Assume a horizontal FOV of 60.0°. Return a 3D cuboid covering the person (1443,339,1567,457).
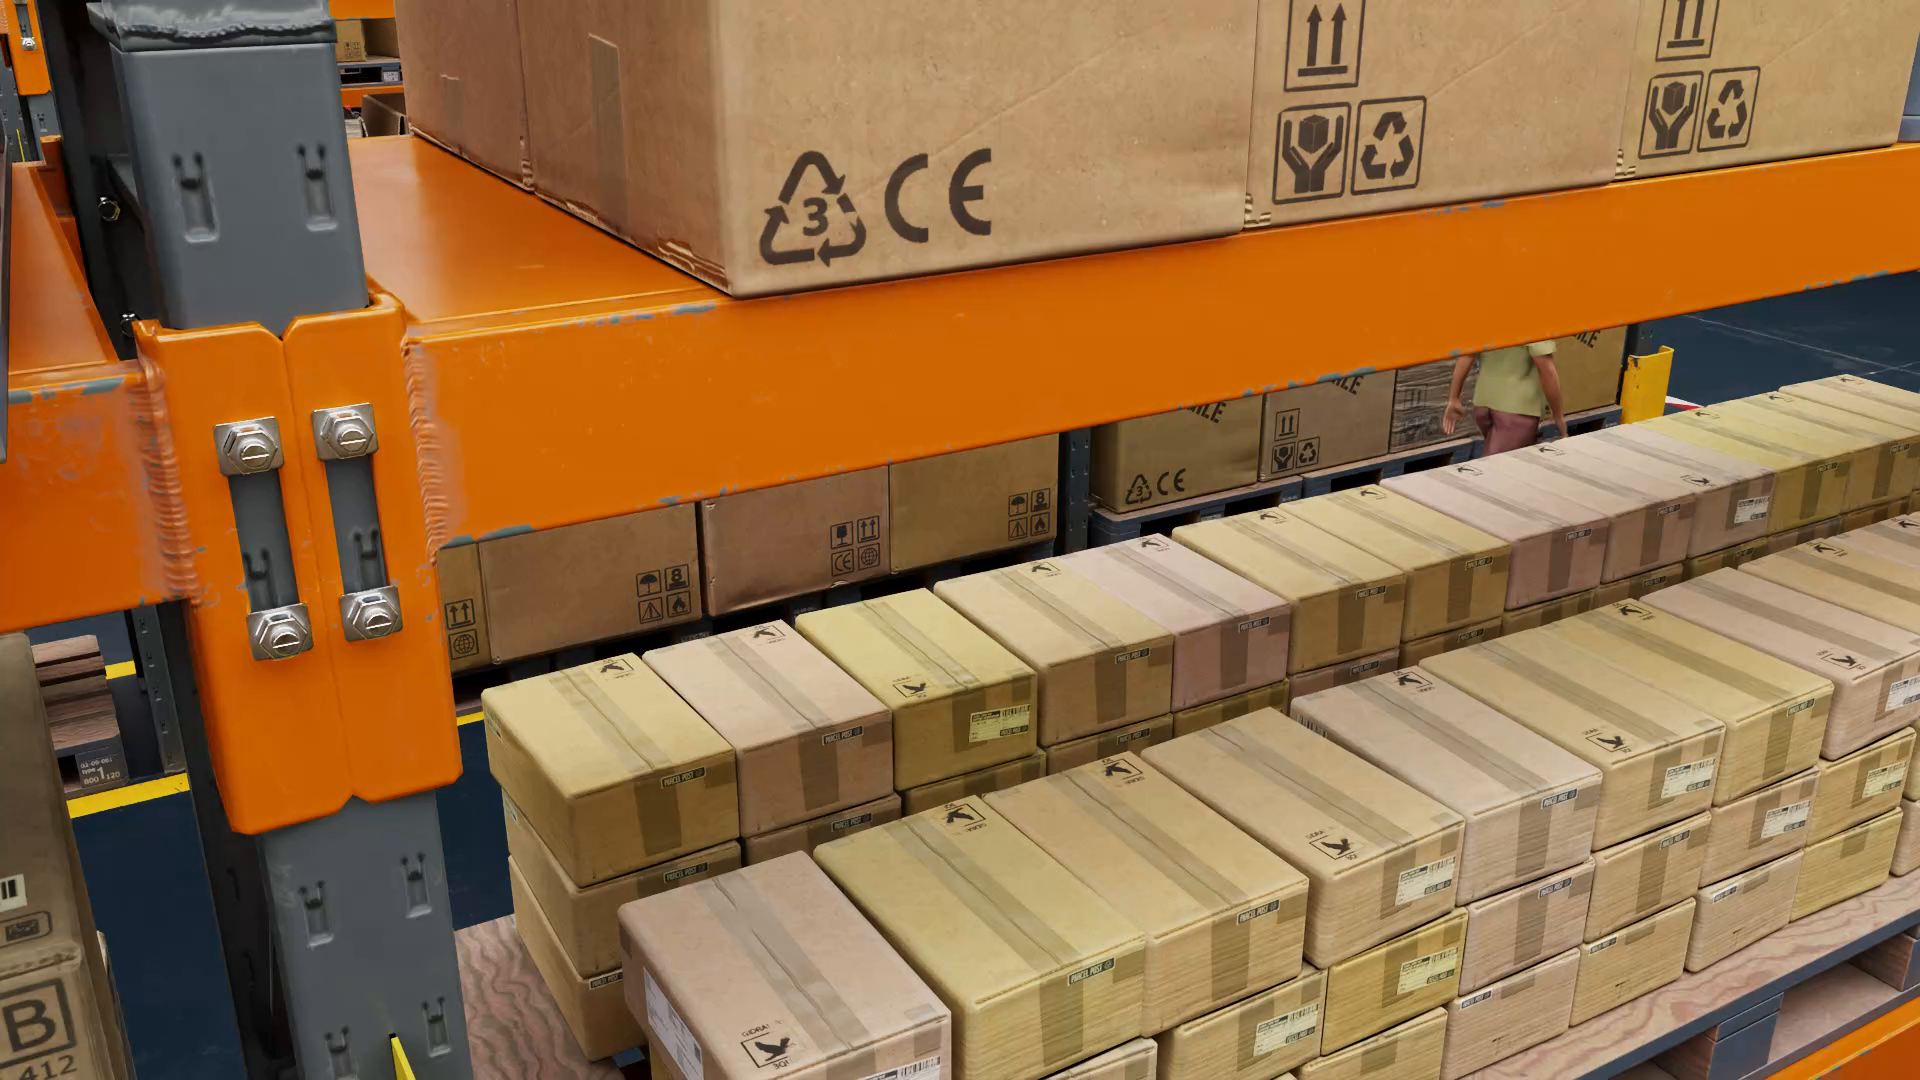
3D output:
[{"bbox_3d":[2.548,-0.582,7.535,0.864,1.663,0.477,-10,24,-23],"label":"person"}]
